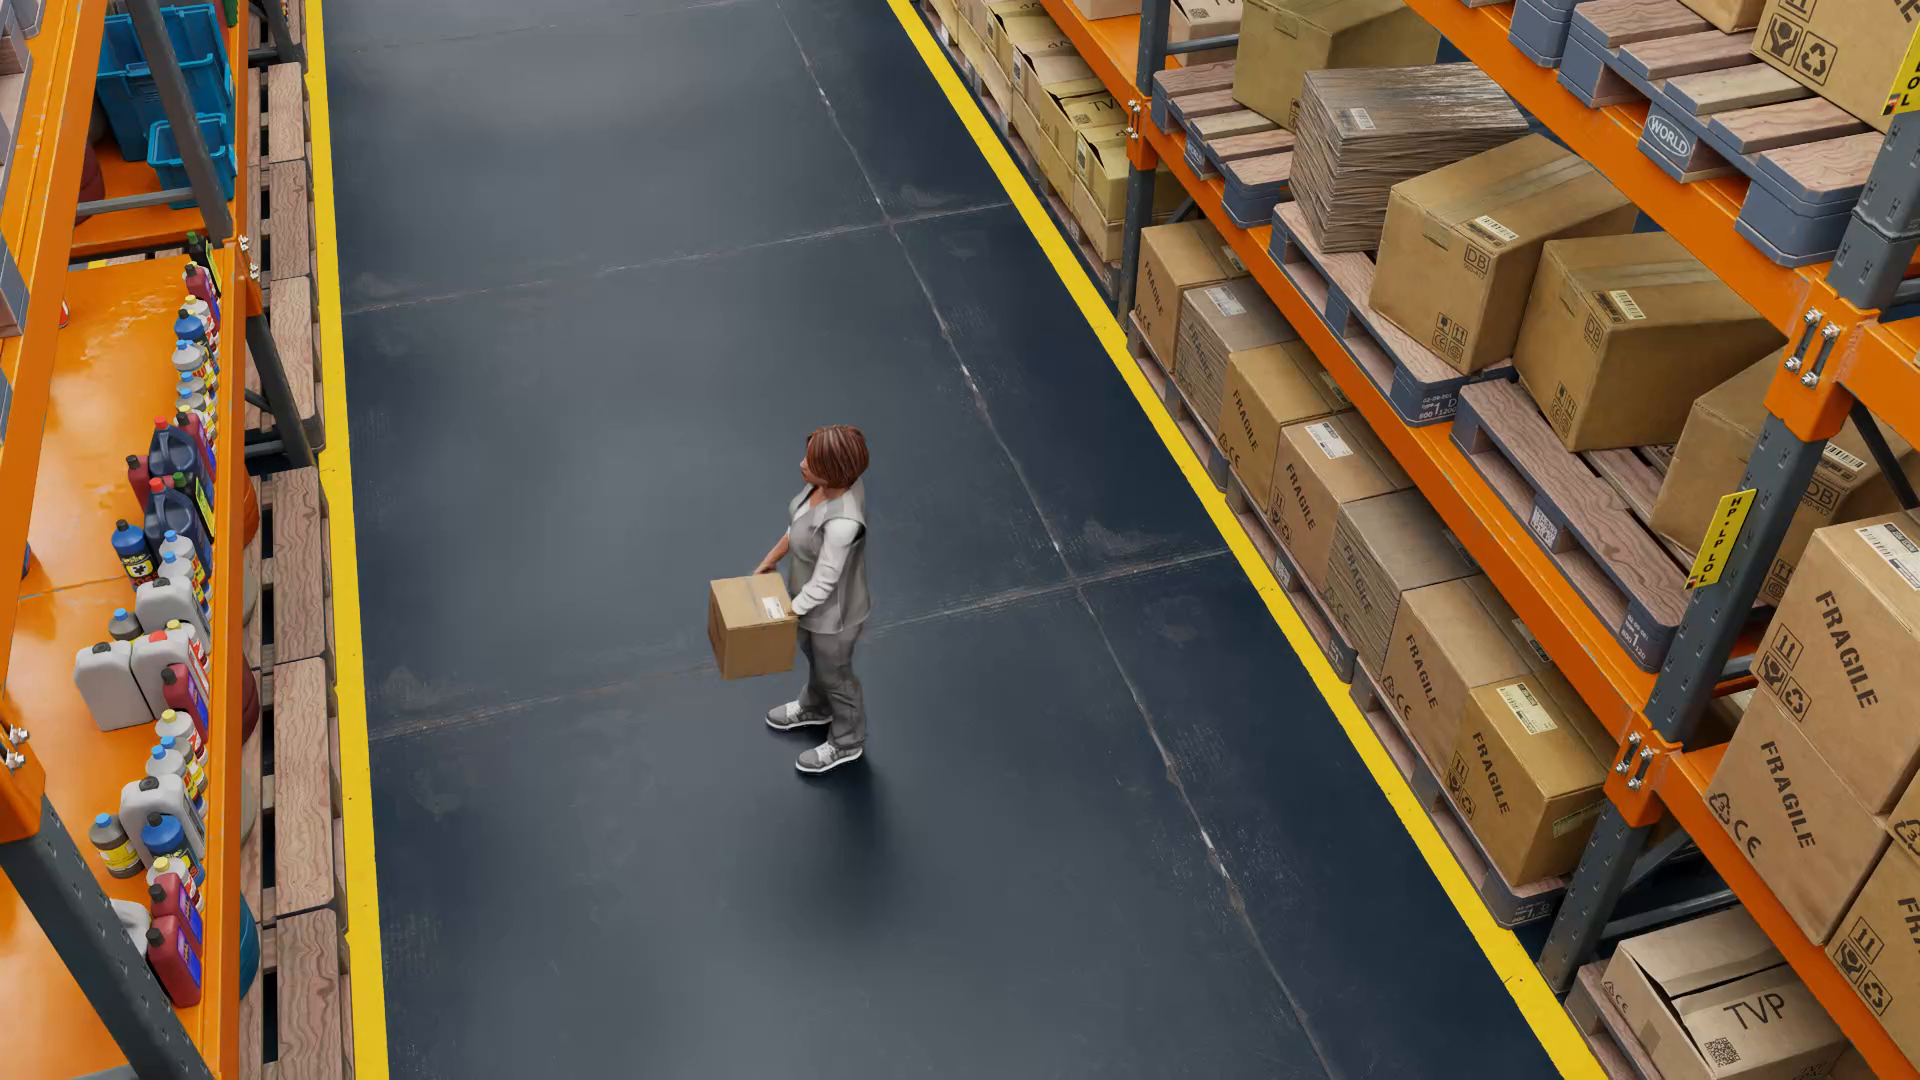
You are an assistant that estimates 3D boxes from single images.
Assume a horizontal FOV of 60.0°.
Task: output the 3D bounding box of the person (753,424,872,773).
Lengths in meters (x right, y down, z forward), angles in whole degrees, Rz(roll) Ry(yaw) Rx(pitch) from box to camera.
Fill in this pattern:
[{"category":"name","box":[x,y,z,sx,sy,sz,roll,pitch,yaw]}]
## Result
[{"category":"person","box":[-0.520,0.228,5.916,0.442,1.599,0.444,-6,43,-7]}]
